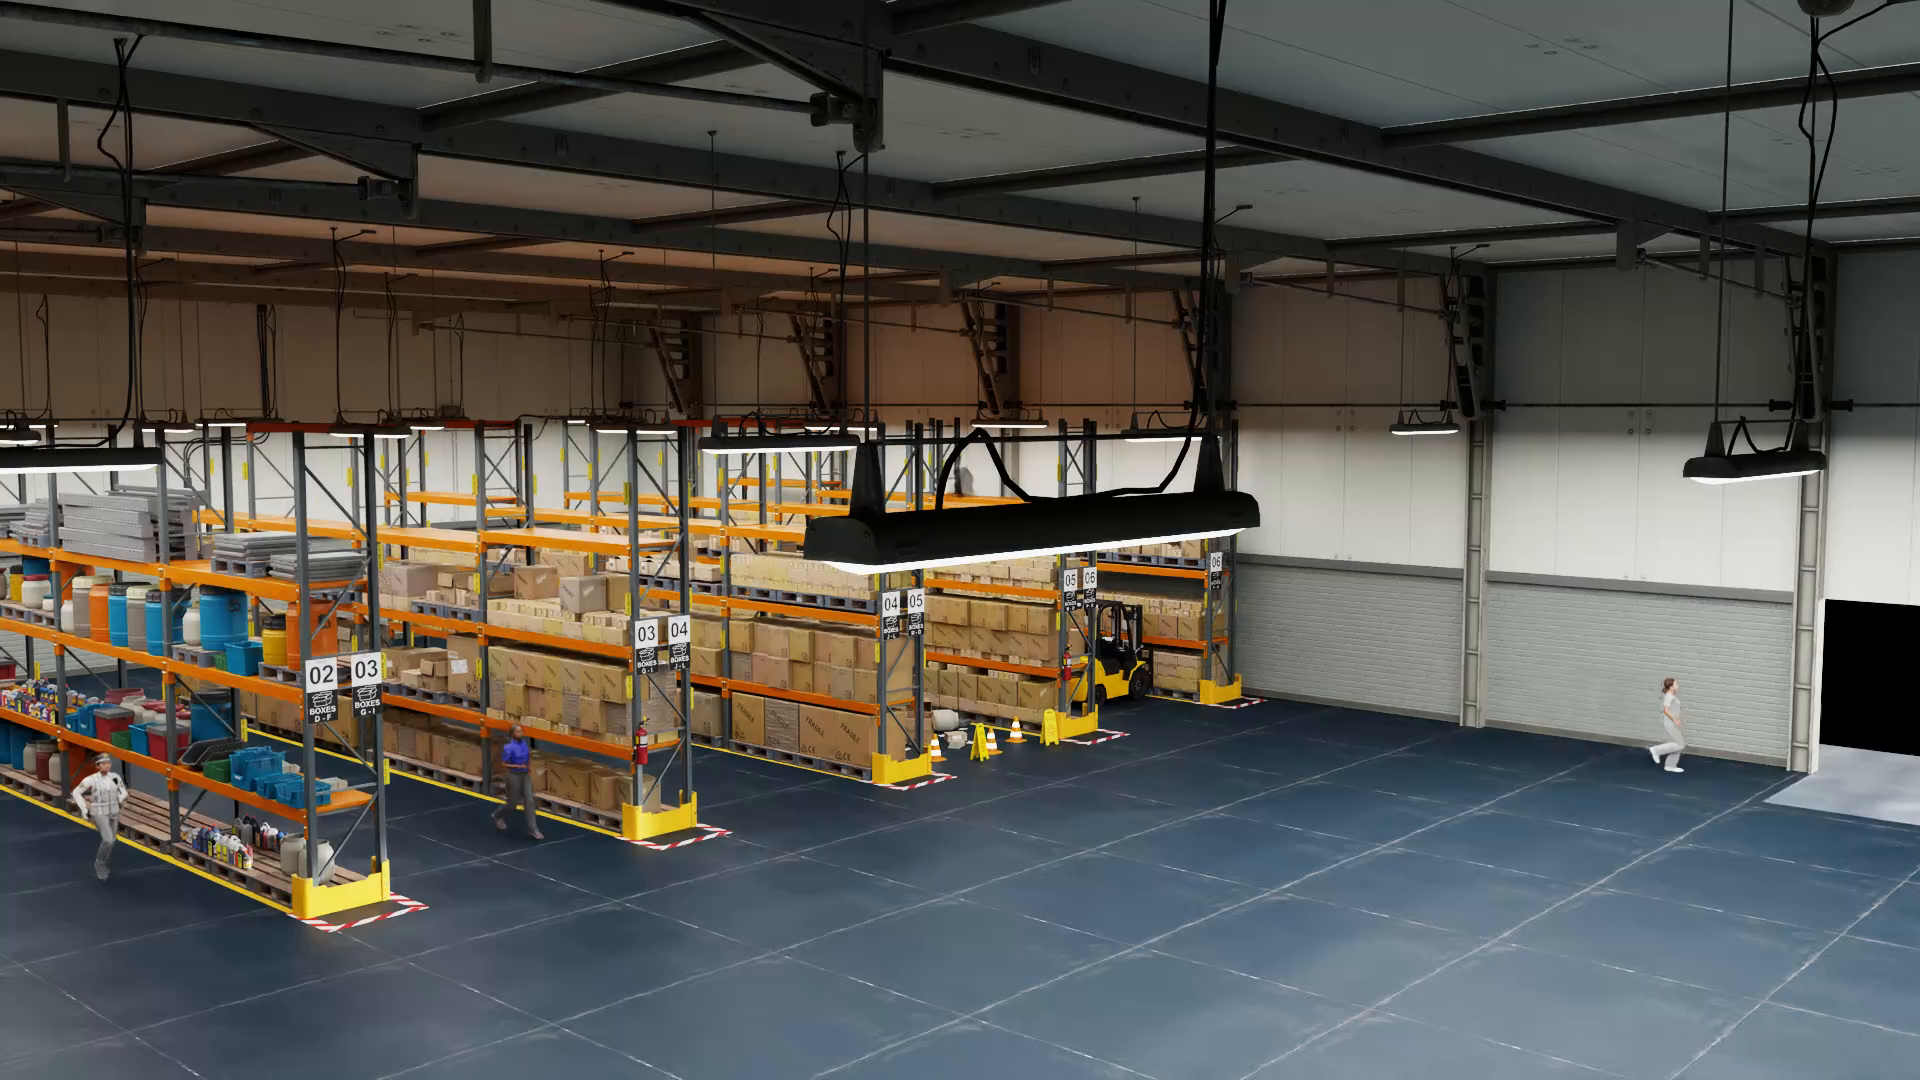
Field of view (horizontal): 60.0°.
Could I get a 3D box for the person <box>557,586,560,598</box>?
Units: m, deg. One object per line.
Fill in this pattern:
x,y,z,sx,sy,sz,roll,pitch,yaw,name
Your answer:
-10.411,1.960,43.630,0.723,1.623,0.695,-2,5,-18,person

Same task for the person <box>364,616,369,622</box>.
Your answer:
-13.169,2.509,36.707,0.513,1.660,0.678,3,6,36,person

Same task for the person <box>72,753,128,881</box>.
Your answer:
-11.383,3.676,22.156,0.667,1.700,0.581,3,6,32,person

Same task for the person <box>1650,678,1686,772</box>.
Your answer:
12.211,3.206,28.673,0.572,1.583,0.574,2,5,20,person

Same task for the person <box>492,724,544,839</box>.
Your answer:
-6.466,3.506,24.284,0.923,1.657,0.579,3,5,31,person
